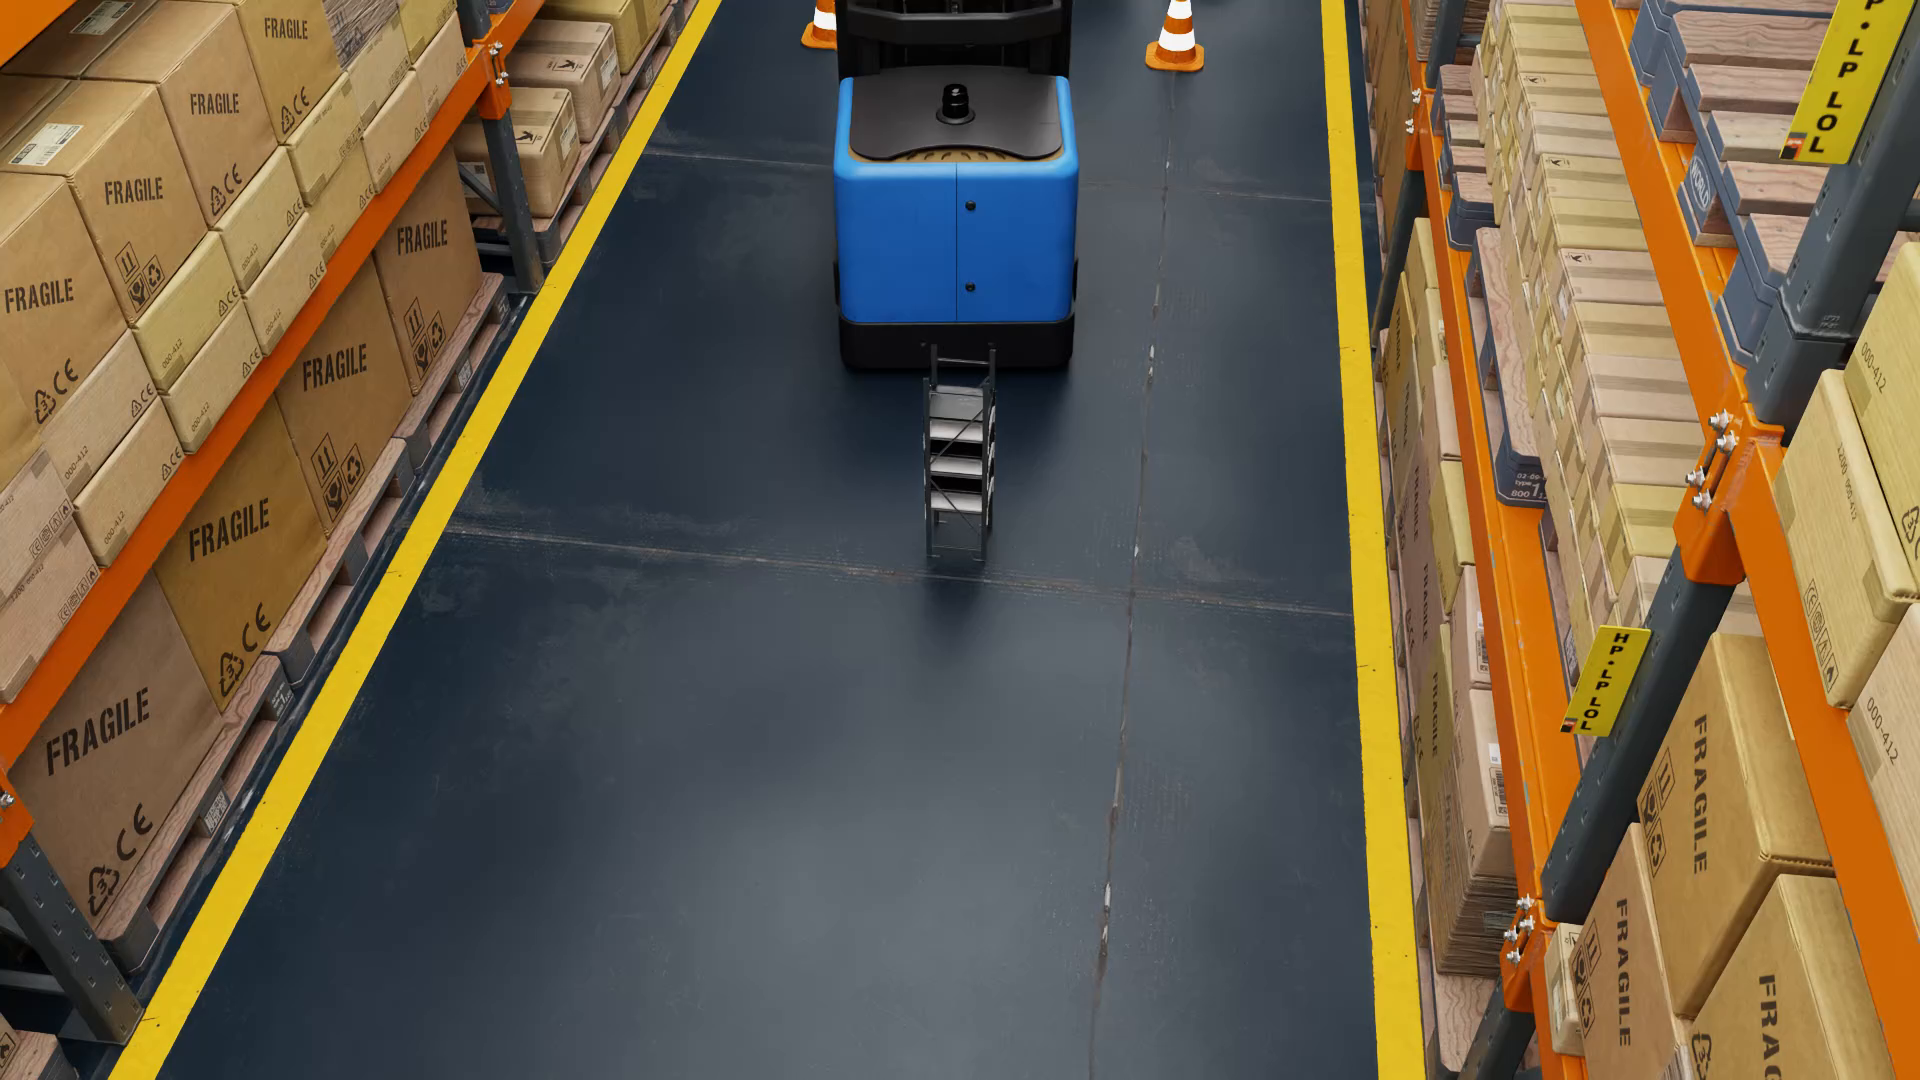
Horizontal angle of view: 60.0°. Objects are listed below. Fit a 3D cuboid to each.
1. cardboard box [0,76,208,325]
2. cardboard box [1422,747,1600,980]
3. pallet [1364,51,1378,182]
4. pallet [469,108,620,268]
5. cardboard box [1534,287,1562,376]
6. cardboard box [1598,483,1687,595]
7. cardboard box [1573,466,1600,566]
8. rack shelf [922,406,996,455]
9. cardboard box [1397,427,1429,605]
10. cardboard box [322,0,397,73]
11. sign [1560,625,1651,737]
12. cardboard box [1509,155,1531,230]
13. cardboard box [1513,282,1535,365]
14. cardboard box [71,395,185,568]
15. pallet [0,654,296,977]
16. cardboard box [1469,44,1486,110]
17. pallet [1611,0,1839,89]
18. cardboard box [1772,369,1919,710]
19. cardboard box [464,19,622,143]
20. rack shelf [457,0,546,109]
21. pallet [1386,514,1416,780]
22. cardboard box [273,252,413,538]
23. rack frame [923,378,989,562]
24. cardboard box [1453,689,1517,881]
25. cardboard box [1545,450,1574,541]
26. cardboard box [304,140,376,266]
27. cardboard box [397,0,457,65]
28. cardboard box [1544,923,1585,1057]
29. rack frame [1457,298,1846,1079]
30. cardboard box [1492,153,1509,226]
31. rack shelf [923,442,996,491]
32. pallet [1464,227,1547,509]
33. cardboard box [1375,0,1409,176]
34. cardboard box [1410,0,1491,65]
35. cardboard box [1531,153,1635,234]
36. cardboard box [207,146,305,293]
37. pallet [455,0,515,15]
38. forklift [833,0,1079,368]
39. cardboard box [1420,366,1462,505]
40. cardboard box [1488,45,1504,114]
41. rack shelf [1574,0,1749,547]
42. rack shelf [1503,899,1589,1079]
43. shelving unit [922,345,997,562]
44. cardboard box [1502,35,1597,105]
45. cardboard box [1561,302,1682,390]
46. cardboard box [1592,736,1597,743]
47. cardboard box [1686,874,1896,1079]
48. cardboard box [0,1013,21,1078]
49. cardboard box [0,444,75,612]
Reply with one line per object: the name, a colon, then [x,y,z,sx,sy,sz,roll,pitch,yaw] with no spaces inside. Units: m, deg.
cardboard box: [-2.594,-0.983,4.807,0.500,0.500,0.500,4,44,4]
cardboard box: [1.722,0.989,5.036,0.500,0.500,0.500,4,44,5]
pallet: [2.745,-2.311,9.038,1.003,0.211,1.213,5,44,6]
pallet: [-2.412,-1.865,8.567,1.003,0.211,1.213,5,44,6]
cardboard box: [1.901,-0.596,4.858,0.380,0.149,0.250,5,44,6]
cardboard box: [1.768,0.010,4.003,0.380,0.149,0.250,4,44,4]
cardboard box: [1.800,-0.045,4.277,0.380,0.149,0.250,7,44,7]
rack shelf: [-0.001,-0.428,6.334,0.258,0.077,0.200,5,44,6]
cardboard box: [1.930,-0.057,6.141,0.500,0.500,0.500,4,44,4]
cardboard box: [-2.386,-2.018,5.900,0.500,0.500,0.500,6,44,6]
sign: [1.323,0.293,3.417,0.100,0.325,0.005,5,44,6]
cardboard box: [2.007,-1.114,5.405,0.380,0.149,0.250,5,44,6]
cardboard box: [1.934,-0.658,5.141,0.380,0.149,0.250,4,44,4]
cardboard box: [-2.659,-0.194,4.882,0.500,0.250,0.500,4,44,4]
pallet: [-3.019,0.860,5.688,1.003,0.211,1.213,5,44,6]
cardboard box: [2.143,-1.739,6.282,0.380,0.149,0.250,5,44,5]
pallet: [2.195,-1.378,3.978,1.213,0.211,1.003,5,44,6]
cardboard box: [1.551,0.018,2.476,0.500,0.250,0.500,7,44,8]
cardboard box: [-2.343,-2.432,8.742,0.950,0.372,0.625,4,44,5]
rack shelf: [-2.253,-3.447,8.732,1.077,0.370,4.000,5,44,6]
pallet: [2.134,0.410,6.164,1.003,0.211,1.213,5,44,6]
cardboard box: [-2.813,-0.656,6.501,0.875,0.875,0.875,6,44,6]
rack frame: [-0.015,-0.252,6.362,0.240,0.900,0.006,5,44,6]
cardboard box: [1.722,0.714,4.782,0.500,0.250,0.500,4,44,4]
cardboard box: [1.832,-0.106,4.557,0.380,0.149,0.250,3,44,3]
cardboard box: [-2.461,-1.232,5.978,0.500,0.250,0.500,5,44,5]
cardboard box: [-2.329,-2.119,6.552,0.500,0.250,0.500,5,44,5]
cardboard box: [1.512,1.016,3.678,0.380,0.149,0.250,7,44,7]
rack frame: [1.874,0.762,3.764,1.000,3.000,0.127,5,44,6]
cardboard box: [2.039,-1.188,5.701,0.380,0.149,0.250,7,44,7]
rack shelf: [-0.001,-0.297,6.458,0.258,0.077,0.200,5,44,6]
pallet: [2.182,-0.542,5.280,1.003,0.211,1.213,5,44,6]
cardboard box: [2.685,-2.303,8.331,1.050,0.750,0.750,6,44,6]
cardboard box: [2.196,-2.332,6.959,0.500,0.500,0.500,5,44,6]
cardboard box: [1.977,-1.049,5.120,0.380,0.149,0.250,6,44,7]
cardboard box: [-2.509,-1.065,5.439,0.500,0.250,0.500,4,44,4]
pallet: [-2.529,-2.771,7.635,1.213,0.211,1.003,5,44,6]
forklift: [-0.033,-2.828,7.604,1.130,2.935,3.031,-1,43,-1]
cardboard box: [1.926,-0.352,5.907,0.500,0.250,0.500,6,44,6]
cardboard box: [2.106,-1.637,5.959,0.380,0.149,0.250,7,44,8]
rack shelf: [2.138,-1.429,4.420,1.077,0.370,4.000,5,44,6]
rack shelf: [1.609,2.386,2.572,1.077,0.370,4.000,5,44,6]
shelving unit: [-0.001,-0.321,6.435,0.258,0.900,0.210,5,44,6]
cardboard box: [2.080,-1.594,5.697,0.380,0.149,0.250,5,44,5]
cardboard box: [1.875,-0.512,4.554,0.380,0.149,0.250,4,44,4]
cardboard box: [1.730,0.412,4.011,0.380,0.149,0.250,4,44,5]
cardboard box: [1.519,0.894,2.608,0.500,0.500,0.500,4,44,4]
cardboard box: [-3.235,1.577,4.461,0.875,0.438,0.875,5,44,5]
cardboard box: [-2.708,-0.021,4.336,0.500,0.250,0.500,4,44,4]
